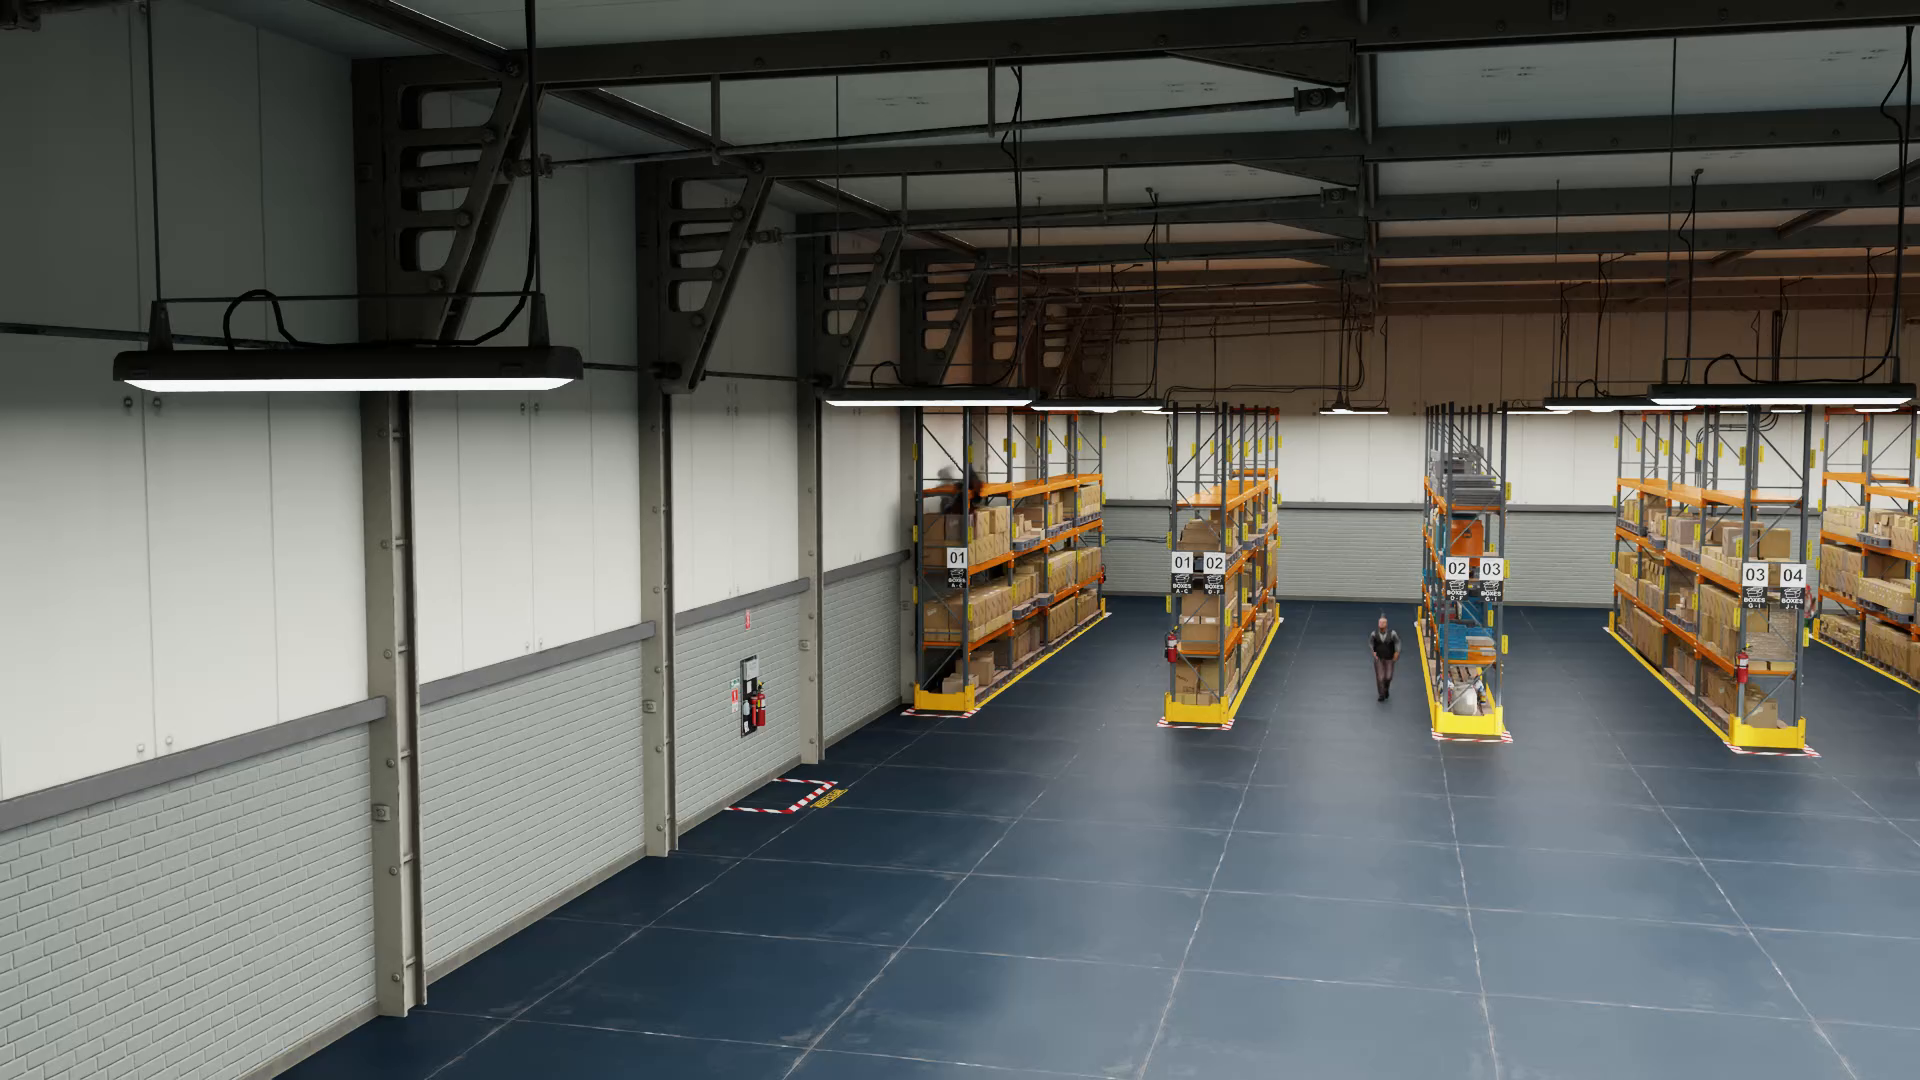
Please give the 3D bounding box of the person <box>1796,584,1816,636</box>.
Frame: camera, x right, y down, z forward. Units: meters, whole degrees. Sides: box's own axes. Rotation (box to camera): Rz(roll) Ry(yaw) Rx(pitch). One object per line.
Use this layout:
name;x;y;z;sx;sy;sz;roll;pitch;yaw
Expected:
person;20.376;1.901;40.352;0.666;1.723;0.924;0;4;1

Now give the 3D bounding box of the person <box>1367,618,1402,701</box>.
person;8.523;2.415;33.439;0.671;1.677;0.542;1;4;17

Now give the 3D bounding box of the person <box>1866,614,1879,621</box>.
person;24.125;1.662;44.056;0.696;1.681;0.607;2;4;20
